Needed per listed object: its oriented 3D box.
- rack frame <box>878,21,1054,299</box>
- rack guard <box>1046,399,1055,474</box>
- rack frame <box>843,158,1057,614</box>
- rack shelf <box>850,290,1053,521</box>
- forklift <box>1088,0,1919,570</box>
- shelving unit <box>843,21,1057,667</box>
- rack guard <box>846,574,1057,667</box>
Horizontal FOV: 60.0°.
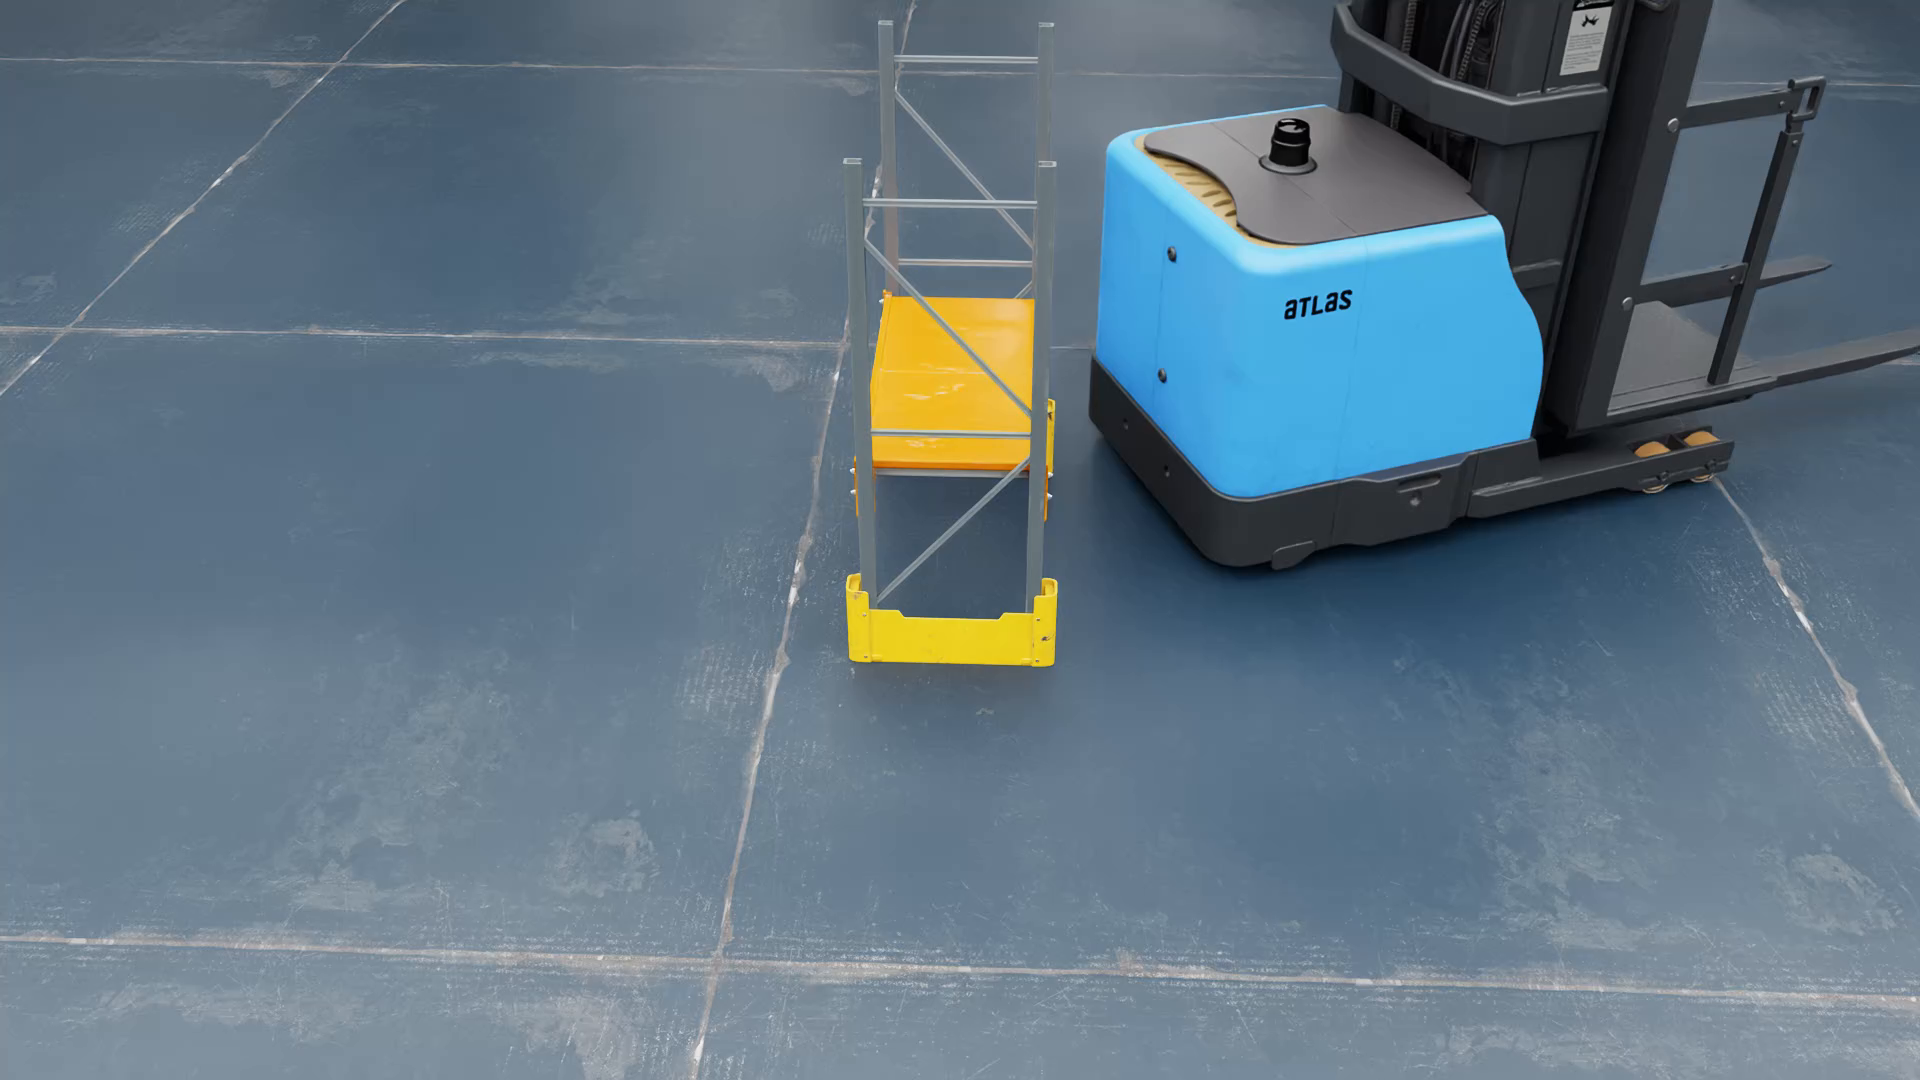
[{"bbox_3d":[0.017,-0.857,5.165,0.500,1.500,0.032,1,35,2],"label":"rack frame"},{"bbox_3d":[0.017,-0.345,5.523,0.587,0.250,0.087,1,35,2],"label":"rack guard"},{"bbox_3d":[-0.024,-0.273,4.333,0.500,1.500,0.032,1,35,2],"label":"rack frame"},{"bbox_3d":[-0.003,-0.417,4.852,0.538,0.185,1.000,1,35,2],"label":"rack shelf"},{"bbox_3d":[2.015,-1.625,5.013,3.031,2.935,1.130,-12,37,-16],"label":"forklift"},{"bbox_3d":[-0.003,-0.570,4.756,0.587,1.500,1.083,1,35,2],"label":"shelving unit"},{"bbox_3d":[-0.023,0.228,4.709,0.587,0.250,0.087,1,35,2],"label":"rack guard"}]
